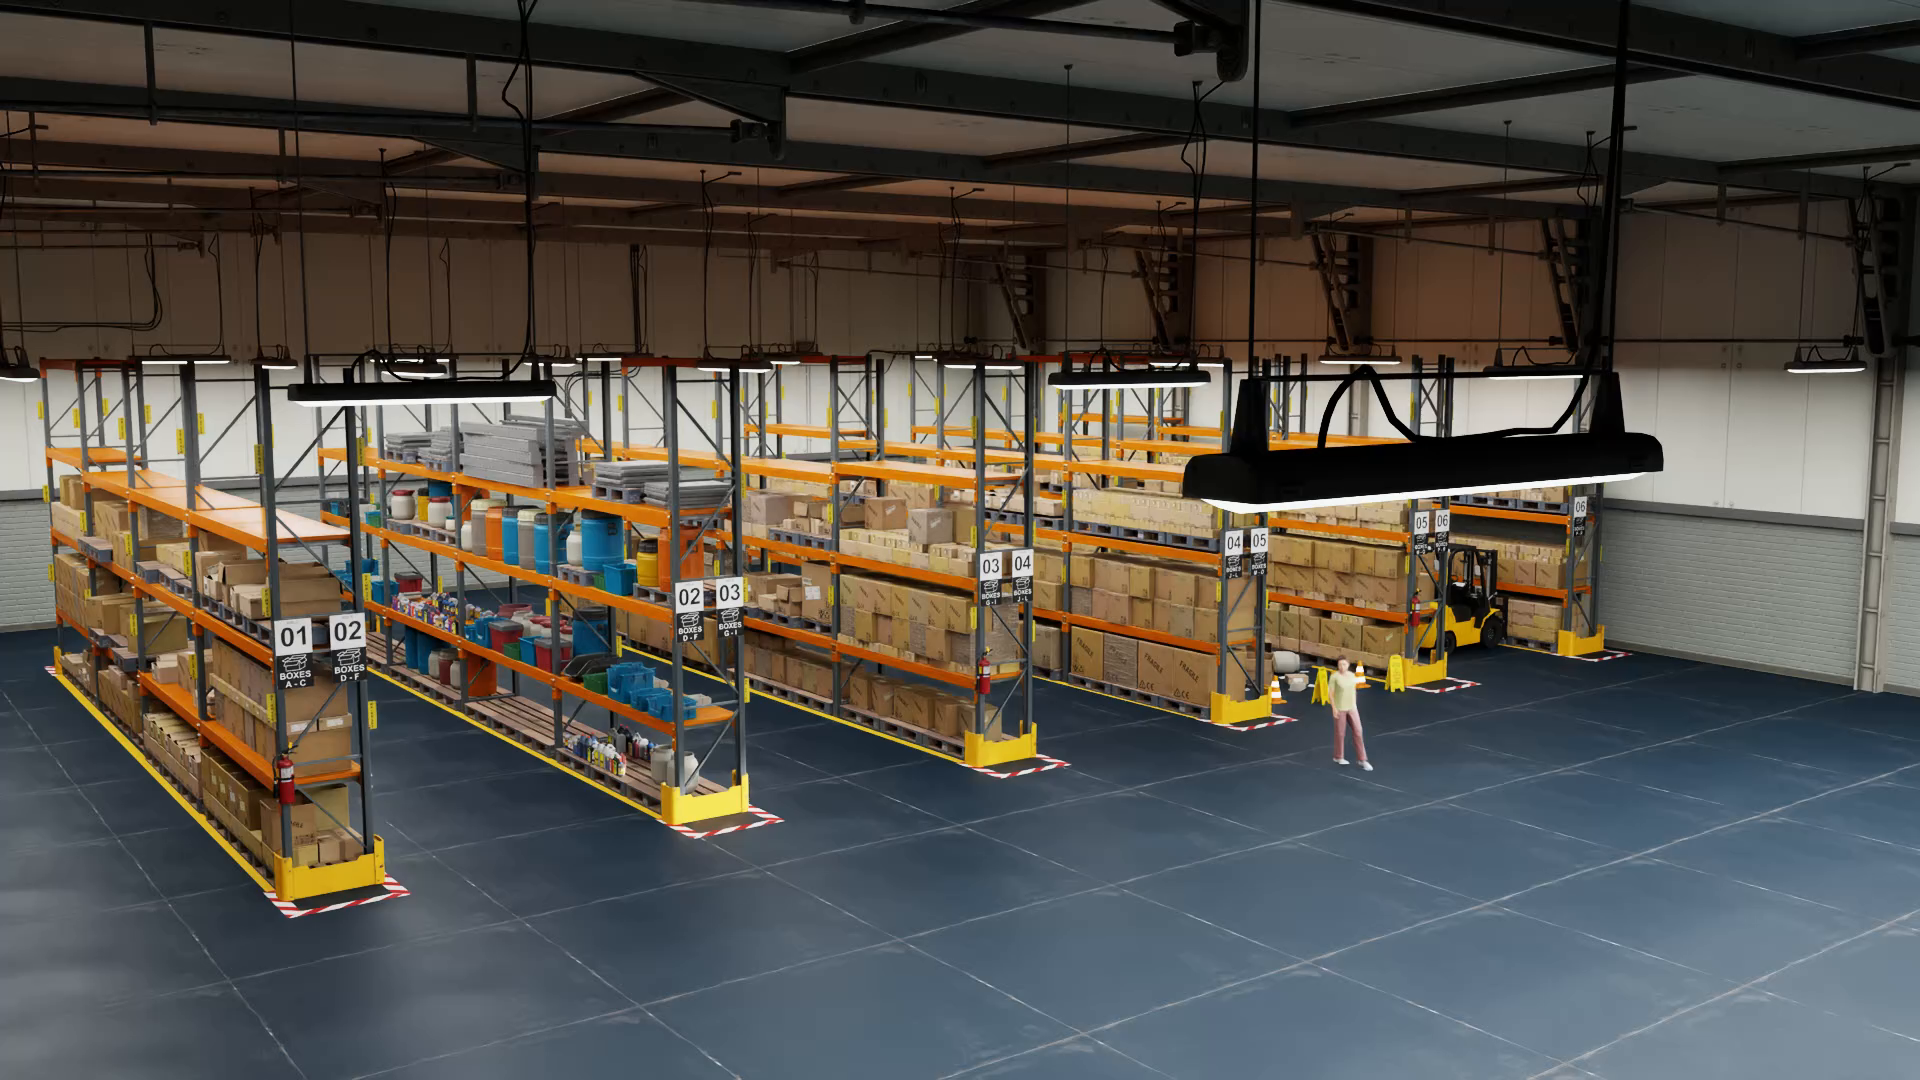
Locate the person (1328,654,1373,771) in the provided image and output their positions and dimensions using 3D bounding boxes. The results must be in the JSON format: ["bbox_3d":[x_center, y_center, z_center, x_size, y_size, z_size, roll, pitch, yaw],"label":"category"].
[{"bbox_3d":[5.774,2.545,24.680,0.556,1.672,0.650,-1,7,-9],"label":"person"}]
